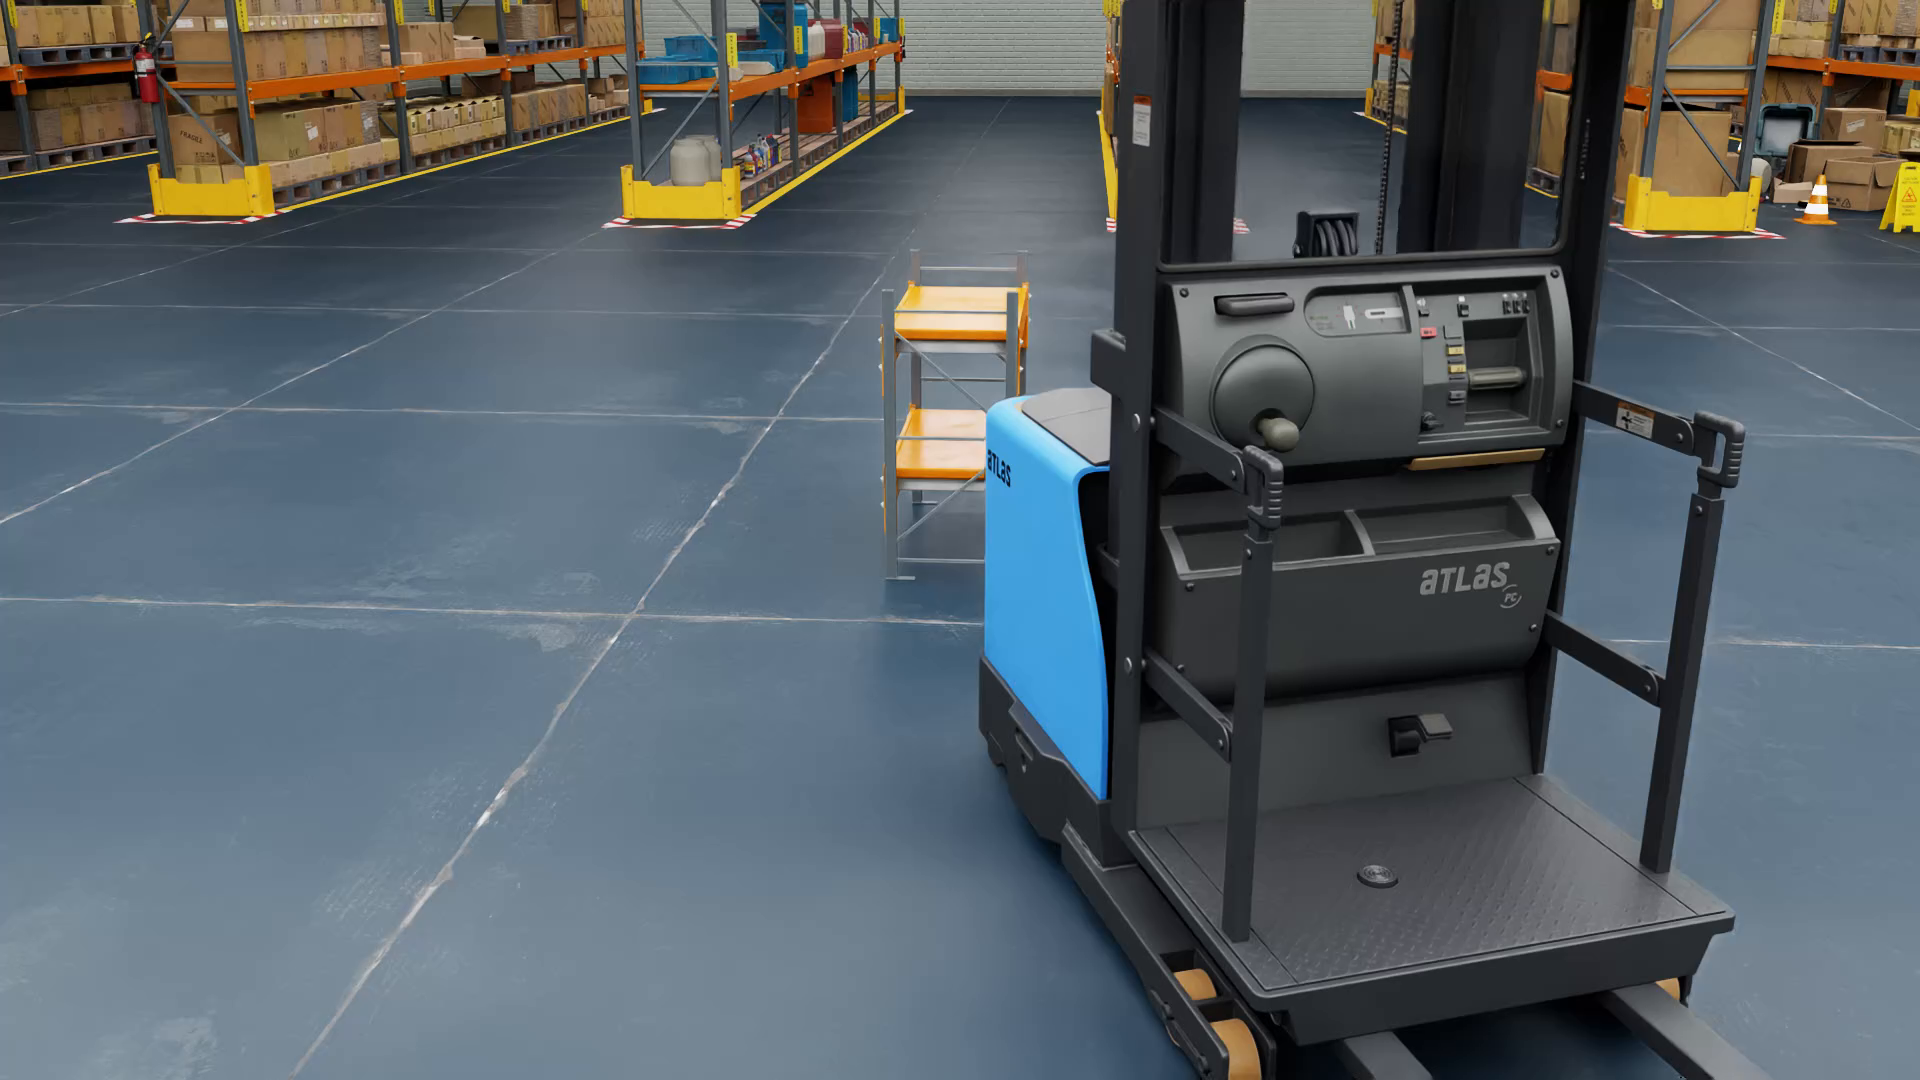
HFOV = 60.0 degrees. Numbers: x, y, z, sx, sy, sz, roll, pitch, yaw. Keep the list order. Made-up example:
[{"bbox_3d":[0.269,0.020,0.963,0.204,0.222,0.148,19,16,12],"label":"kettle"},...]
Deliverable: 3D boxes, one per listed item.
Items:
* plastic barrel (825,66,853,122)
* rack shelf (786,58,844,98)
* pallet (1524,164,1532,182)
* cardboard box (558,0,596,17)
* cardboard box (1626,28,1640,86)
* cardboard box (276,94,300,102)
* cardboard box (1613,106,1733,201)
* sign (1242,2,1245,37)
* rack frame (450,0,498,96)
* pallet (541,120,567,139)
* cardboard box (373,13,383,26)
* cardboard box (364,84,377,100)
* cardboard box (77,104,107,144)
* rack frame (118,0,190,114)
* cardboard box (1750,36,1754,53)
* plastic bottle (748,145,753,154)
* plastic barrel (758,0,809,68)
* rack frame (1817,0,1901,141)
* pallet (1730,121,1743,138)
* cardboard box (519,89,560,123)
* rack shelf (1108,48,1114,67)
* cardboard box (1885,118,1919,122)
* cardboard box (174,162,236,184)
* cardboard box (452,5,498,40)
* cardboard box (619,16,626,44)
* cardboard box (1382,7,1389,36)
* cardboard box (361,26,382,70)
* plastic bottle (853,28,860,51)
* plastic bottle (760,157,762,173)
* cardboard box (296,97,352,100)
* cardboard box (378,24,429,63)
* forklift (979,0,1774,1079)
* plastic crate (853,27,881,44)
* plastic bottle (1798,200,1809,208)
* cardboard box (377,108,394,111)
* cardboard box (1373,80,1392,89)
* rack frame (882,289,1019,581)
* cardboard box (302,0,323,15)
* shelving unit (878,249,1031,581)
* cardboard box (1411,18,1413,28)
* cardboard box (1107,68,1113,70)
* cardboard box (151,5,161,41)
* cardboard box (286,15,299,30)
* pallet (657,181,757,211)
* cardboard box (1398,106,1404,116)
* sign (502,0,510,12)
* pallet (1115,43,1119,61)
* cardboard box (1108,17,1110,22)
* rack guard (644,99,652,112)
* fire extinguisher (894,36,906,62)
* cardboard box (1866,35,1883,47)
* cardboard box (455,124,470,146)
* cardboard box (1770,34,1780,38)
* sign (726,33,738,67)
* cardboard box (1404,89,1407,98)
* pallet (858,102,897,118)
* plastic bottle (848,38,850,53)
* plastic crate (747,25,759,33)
[{"bbox_3d":[-2.044,-7.256,26.944,0.600,0.901,0.708,1,18,4],"label":"plastic barrel"},{"bbox_3d":[-2.368,-6.236,22.294,1.077,0.370,4.000,1,18,4],"label":"rack shelf"},{"bbox_3d":[7.349,-4.621,20.685,1.003,0.211,1.213,1,18,4],"label":"pallet"},{"bbox_3d":[-6.563,-9.216,28.466,0.500,0.500,0.500,2,18,5],"label":"cardboard box"},{"bbox_3d":[7.082,-4.821,16.578,0.875,0.550,0.550,1,18,4],"label":"cardboard box"},{"bbox_3d":[-11.736,-7.636,28.188,0.750,0.750,0.750,1,18,5],"label":"cardboard box"},{"bbox_3d":[7.065,-3.864,16.636,0.875,0.875,0.875,1,18,4],"label":"cardboard box"},{"bbox_3d":[2.684,-5.004,15.985,0.100,0.325,0.005,1,18,4],"label":"sign"},{"bbox_3d":[-7.168,-7.311,24.418,0.949,2.616,0.053,1,18,4],"label":"rack frame"},{"bbox_3d":[-6.983,-6.595,26.711,1.003,0.211,1.213,1,18,4],"label":"pallet"},{"bbox_3d":[-7.257,-6.335,20.238,0.380,0.149,0.250,1,18,4],"label":"cardboard box"},{"bbox_3d":[-11.518,-8.542,31.514,0.700,0.500,0.500,1,18,4],"label":"cardboard box"},{"bbox_3d":[-12.292,-5.748,22.954,0.700,0.500,0.500,1,18,5],"label":"cardboard box"},{"bbox_3d":[-12.106,-7.421,24.752,1.000,3.000,0.127,1,18,4],"label":"rack frame"},{"bbox_3d":[12.557,-7.747,25.990,0.500,0.250,0.500,1,18,3],"label":"cardboard box"},{"bbox_3d":[-2.428,-4.461,19.375,0.061,0.283,0.133,1,18,4],"label":"plastic bottle"},{"bbox_3d":[-2.181,-6.309,20.553,0.600,0.901,0.708,1,18,4],"label":"plastic barrel"},{"bbox_3d":[12.601,-6.868,23.065,1.000,3.000,0.127,1,18,4],"label":"rack frame"},{"bbox_3d":[12.907,-6.543,26.554,1.003,0.211,1.213,1,18,4],"label":"pallet"},{"bbox_3d":[-6.742,-6.948,26.618,0.500,0.500,0.500,1,18,2],"label":"cardboard box"},{"bbox_3d":[2.859,-7.368,25.747,1.077,0.370,4.000,1,18,4],"label":"rack shelf"},{"bbox_3d":[12.505,-5.414,22.174,0.950,0.372,0.625,1,18,3],"label":"cardboard box"},{"bbox_3d":[-7.994,-3.893,17.727,0.500,0.250,0.500,1,18,4],"label":"cardboard box"},{"bbox_3d":[-7.232,-7.756,24.942,0.700,0.500,0.500,-5,19,-15],"label":"cardboard box"},{"bbox_3d":[-6.427,-9.382,30.578,0.500,0.500,0.500,1,18,4],"label":"cardboard box"},{"bbox_3d":[7.909,-9.320,29.911,0.500,0.500,0.500,1,18,4],"label":"cardboard box"},{"bbox_3d":[-7.477,-5.978,20.190,0.700,0.500,0.500,1,18,2],"label":"cardboard box"},{"bbox_3d":[-1.690,-8.068,26.807,0.144,0.351,0.185,1,18,4],"label":"plastic bottle"},{"bbox_3d":[-2.318,-4.318,19.073,0.097,0.201,0.097,0,18,0],"label":"plastic bottle"},{"bbox_3d":[-7.797,-5.181,20.455,0.500,0.500,0.500,1,18,4],"label":"cardboard box"},{"bbox_3d":[-7.342,-6.518,21.837,0.500,0.500,0.500,3,18,8],"label":"cardboard box"},{"bbox_3d":[0.954,-0.378,3.368,1.130,2.935,3.031,-5,19,-15],"label":"forklift"},{"bbox_3d":[-1.644,-8.884,29.312,0.437,0.282,0.530,1,18,4],"label":"plastic crate"},{"bbox_3d":[9.071,-3.594,17.793,0.133,0.061,0.283,-5,19,-15],"label":"plastic bottle"},{"bbox_3d":[-7.677,-5.522,21.799,0.500,0.311,0.500,2,18,5],"label":"cardboard box"},{"bbox_3d":[7.853,-8.404,30.701,0.380,0.149,0.250,0,18,1],"label":"cardboard box"},{"bbox_3d":[-0.036,-0.379,6.272,0.500,1.125,0.032,1,18,4],"label":"rack frame"},{"bbox_3d":[-7.585,-6.127,18.561,0.700,0.500,0.500,1,18,4],"label":"cardboard box"},{"bbox_3d":[0.000,-0.537,6.754,0.538,1.125,1.048,1,18,4],"label":"shelving unit"},{"bbox_3d":[7.456,-8.298,26.683,0.380,0.149,0.250,2,18,5],"label":"cardboard box"},{"bbox_3d":[2.858,-6.769,25.502,1.225,0.875,0.875,1,18,4],"label":"cardboard box"},{"bbox_3d":[-12.129,-7.531,24.222,0.700,0.500,0.500,-1,18,-3],"label":"cardboard box"},{"bbox_3d":[-7.423,-5.620,18.055,0.380,0.149,0.250,1,18,2],"label":"cardboard box"},{"bbox_3d":[-2.776,-3.666,17.774,1.003,0.211,1.213,1,18,4],"label":"pallet"},{"bbox_3d":[7.688,-7.326,28.366,0.380,0.149,0.250,1,18,2],"label":"cardboard box"},{"bbox_3d":[-6.611,-7.850,24.203,0.100,0.325,0.005,1,18,4],"label":"sign"},{"bbox_3d":[2.771,-6.774,23.087,1.213,0.211,1.003,1,18,4],"label":"pallet"},{"bbox_3d":[2.919,-9.541,29.781,0.500,0.500,0.500,1,18,2],"label":"cardboard box"},{"bbox_3d":[-6.596,-8.584,32.318,1.175,0.500,0.348,1,18,4],"label":"rack guard"},{"bbox_3d":[-1.187,-9.507,31.842,0.296,0.674,0.183,1,18,4],"label":"fire extinguisher"},{"bbox_3d":[12.232,-6.595,21.962,0.380,0.149,0.250,1,18,4],"label":"cardboard box"},{"bbox_3d":[-7.065,-5.559,22.813,0.500,0.250,0.500,2,18,5],"label":"cardboard box"},{"bbox_3d":[12.468,-7.670,24.952,0.500,0.250,0.500,1,18,2],"label":"cardboard box"},{"bbox_3d":[-2.249,-4.833,16.410,0.100,0.325,0.005,1,18,4],"label":"sign"},{"bbox_3d":[7.687,-7.513,27.983,0.380,0.149,0.250,2,18,5],"label":"cardboard box"},{"bbox_3d":[-1.748,-8.104,31.315,1.003,0.211,1.213,1,18,4],"label":"pallet"},{"bbox_3d":[-1.752,-7.660,25.688,0.097,0.271,0.097,0,18,0],"label":"plastic bottle"},{"bbox_3d":[-2.645,-6.735,22.556,0.402,0.464,0.583,1,18,4],"label":"plastic crate"}]
